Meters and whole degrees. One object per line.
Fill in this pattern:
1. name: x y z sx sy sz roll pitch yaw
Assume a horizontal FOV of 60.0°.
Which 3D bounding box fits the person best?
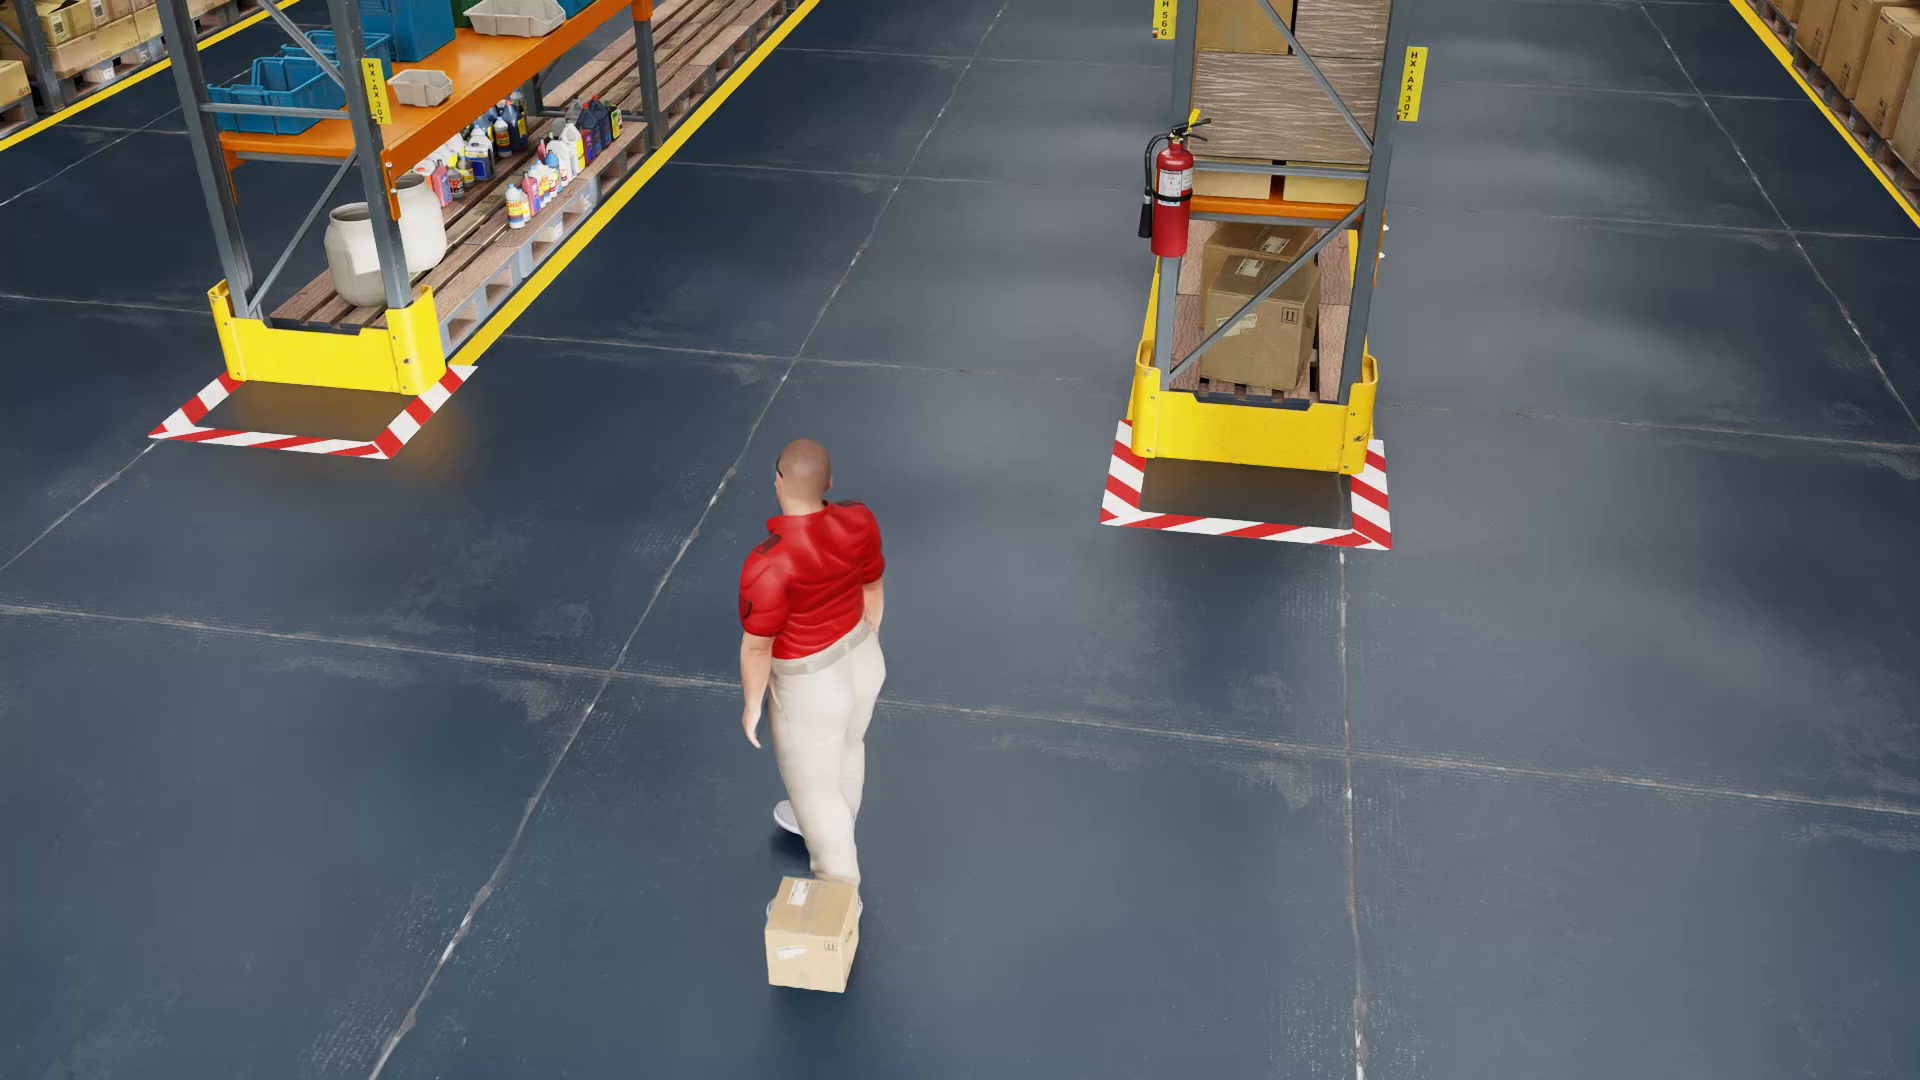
1. person: -0.498 0.424 5.436 0.575 1.725 0.623 22 38 31
